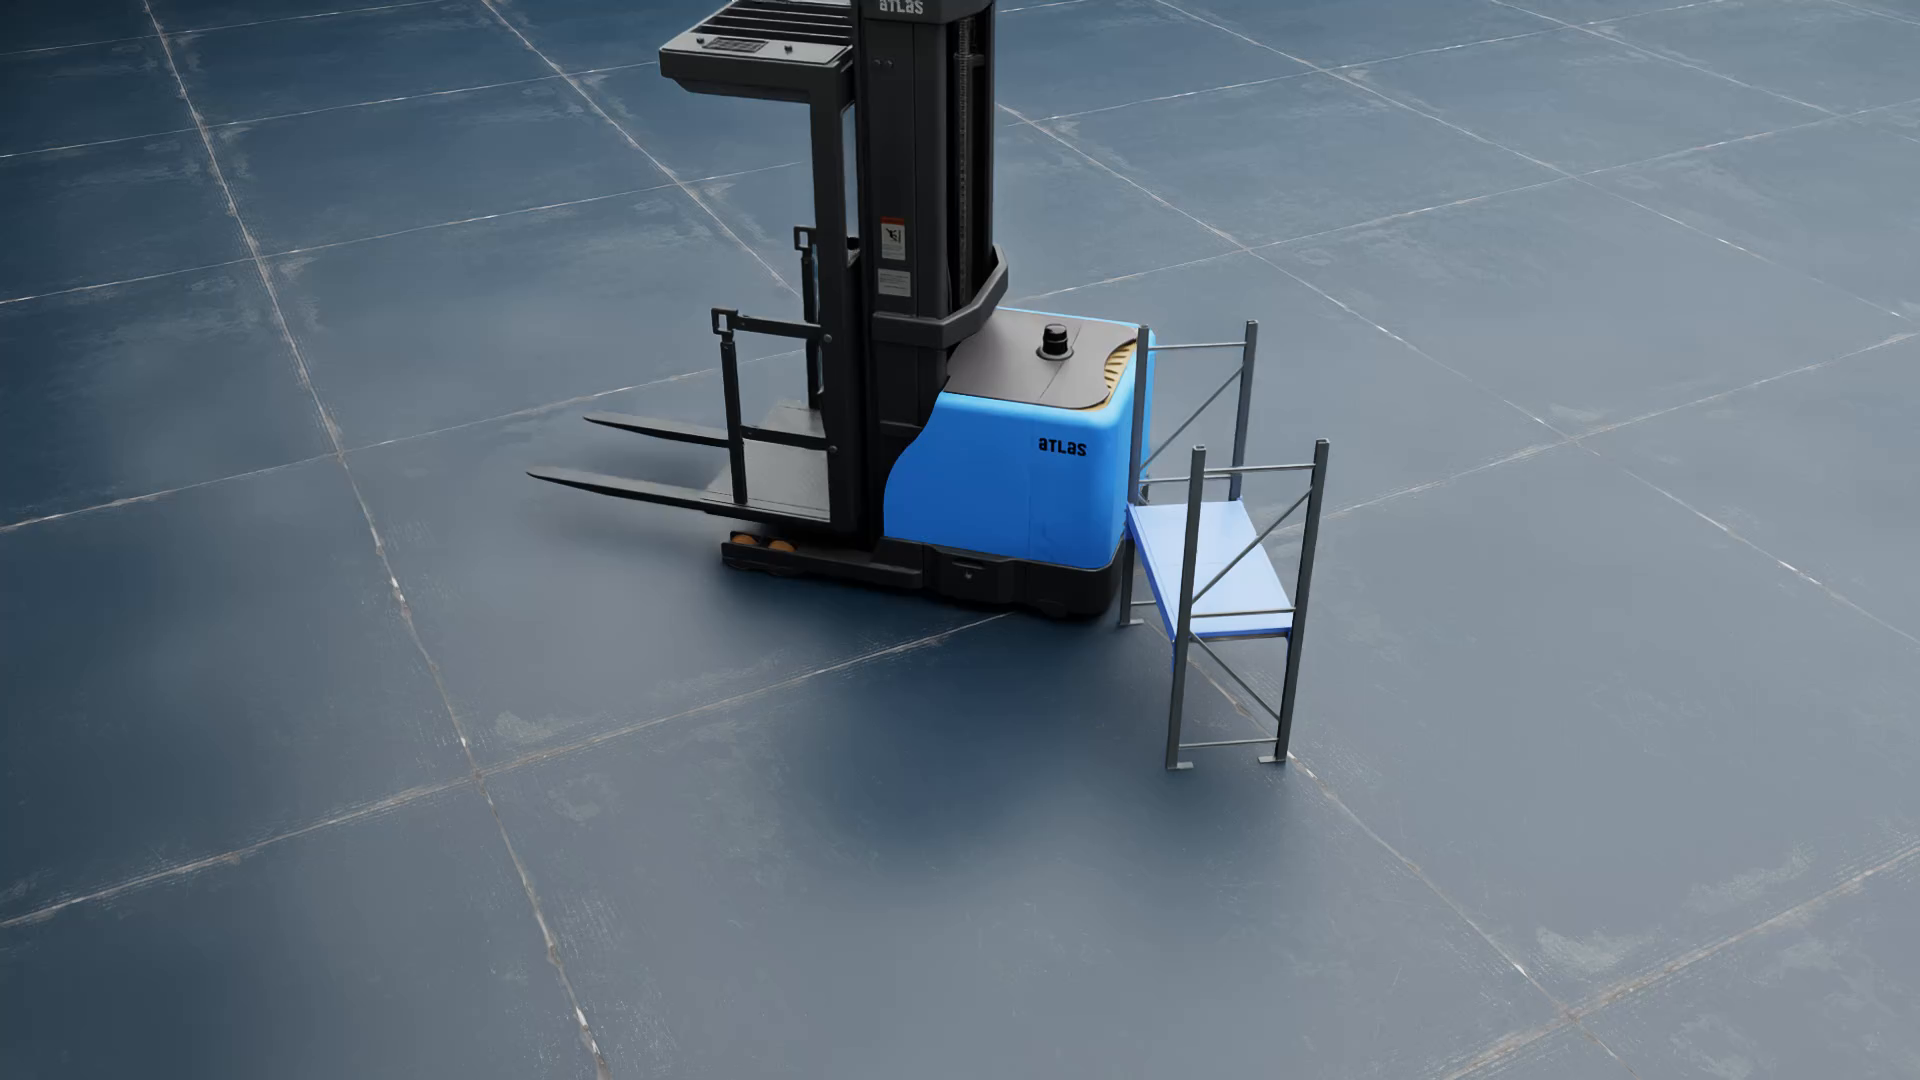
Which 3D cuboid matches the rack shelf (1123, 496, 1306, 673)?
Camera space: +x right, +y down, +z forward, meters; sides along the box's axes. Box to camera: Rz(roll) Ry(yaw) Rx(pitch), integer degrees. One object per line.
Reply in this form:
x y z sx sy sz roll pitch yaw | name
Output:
1.037 0.163 6.938 0.538 0.185 1.000 -3 33 -5 | rack shelf

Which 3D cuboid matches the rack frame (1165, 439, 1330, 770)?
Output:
1.090 0.285 6.415 0.500 1.500 0.032 -3 33 -5 | rack frame

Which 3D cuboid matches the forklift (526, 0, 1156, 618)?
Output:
-0.640 -1.324 7.600 3.031 2.935 1.130 9 34 14 | forklift

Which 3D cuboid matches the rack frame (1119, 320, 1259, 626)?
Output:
0.984 -0.261 7.267 0.500 1.500 0.032 -3 33 -5 | rack frame

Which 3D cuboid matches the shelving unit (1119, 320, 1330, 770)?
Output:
1.037 0.012 6.841 0.538 1.500 1.048 -3 33 -5 | shelving unit
